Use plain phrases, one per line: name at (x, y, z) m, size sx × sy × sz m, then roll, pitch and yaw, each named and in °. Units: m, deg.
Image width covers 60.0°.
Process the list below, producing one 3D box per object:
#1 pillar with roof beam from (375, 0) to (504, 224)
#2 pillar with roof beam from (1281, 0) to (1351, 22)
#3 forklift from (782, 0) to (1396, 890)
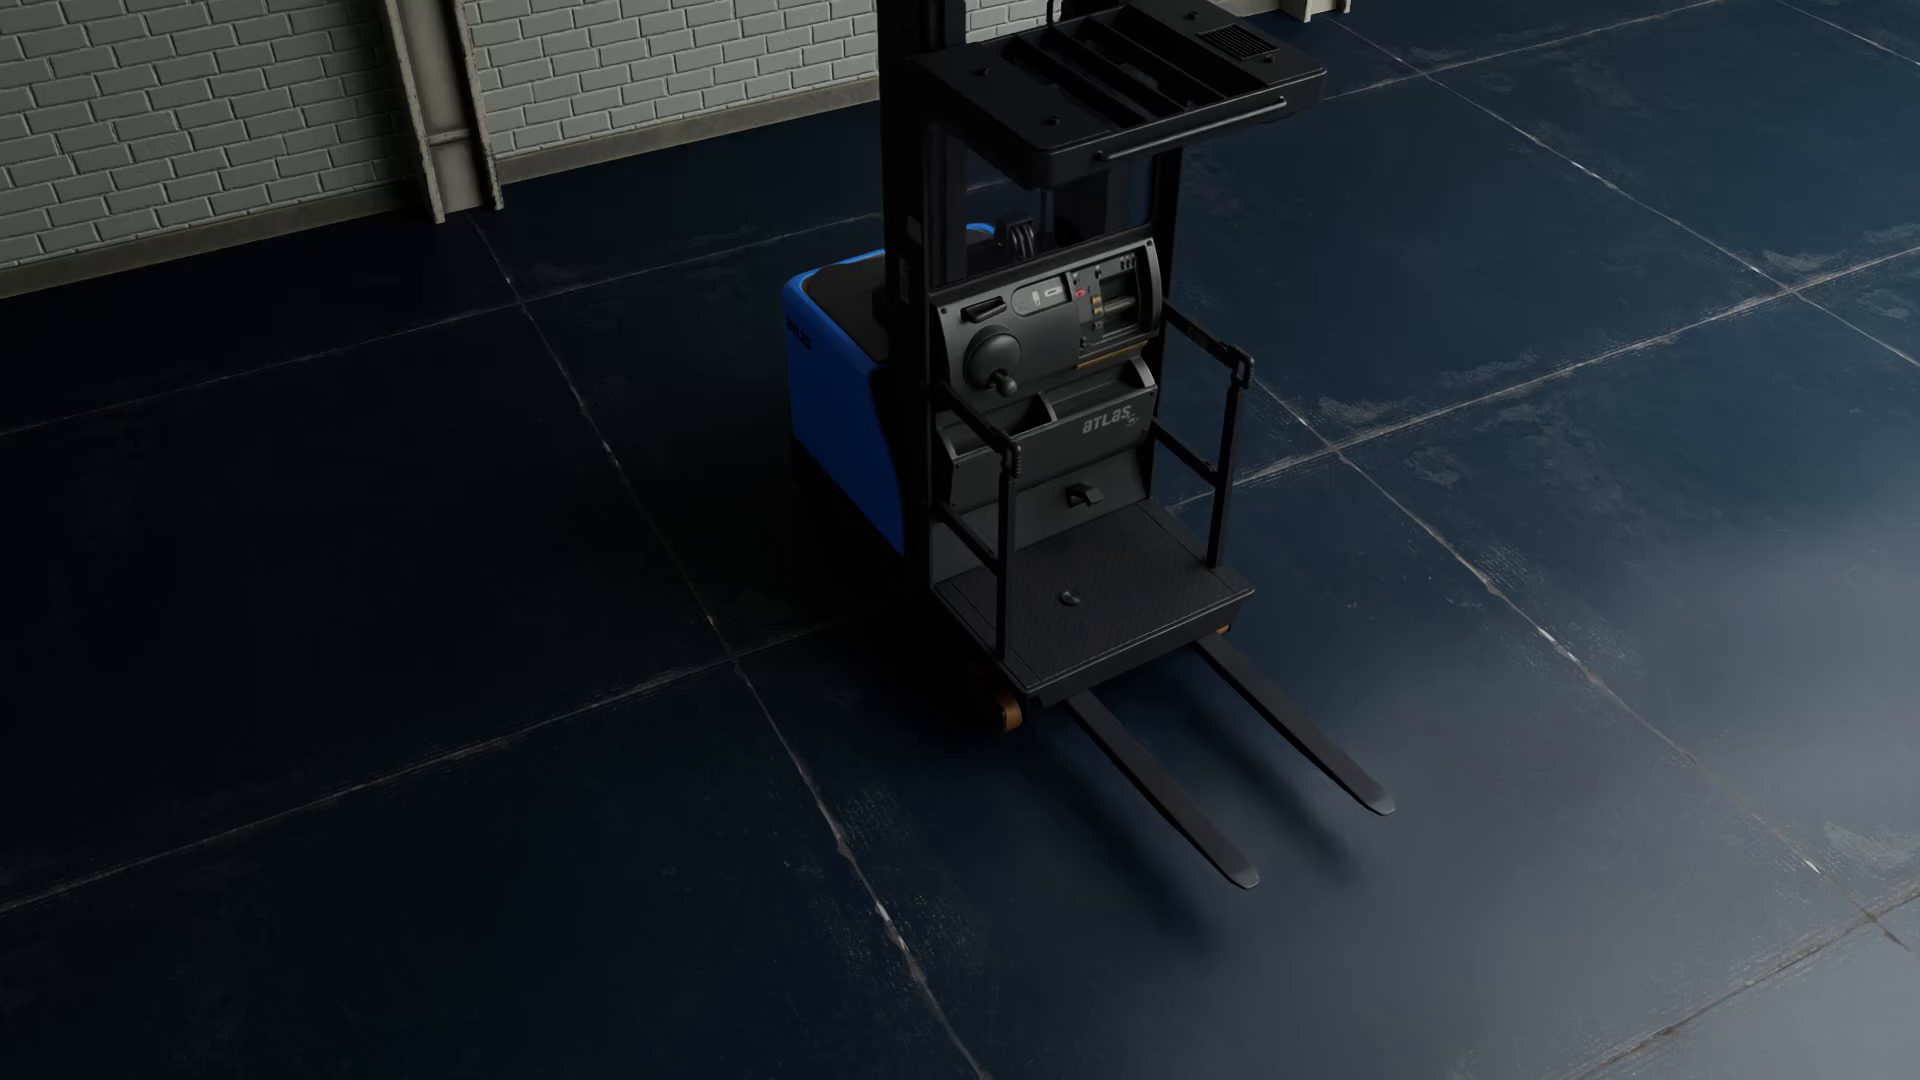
pillar with roof beam at (-0.857, -2.892, 3.701) m, size 0.400 × 9.000 × 9.100 m, roll -19°, pitch 44°, yaw -21°
pillar with roof beam at (4.464, -4.682, 5.816) m, size 0.400 × 9.000 × 9.100 m, roll -19°, pitch 44°, yaw -21°
forklift at (0.445, -0.730, 5.844) m, size 1.130 × 2.935 × 3.031 m, roll -22°, pitch 45°, yaw -24°
